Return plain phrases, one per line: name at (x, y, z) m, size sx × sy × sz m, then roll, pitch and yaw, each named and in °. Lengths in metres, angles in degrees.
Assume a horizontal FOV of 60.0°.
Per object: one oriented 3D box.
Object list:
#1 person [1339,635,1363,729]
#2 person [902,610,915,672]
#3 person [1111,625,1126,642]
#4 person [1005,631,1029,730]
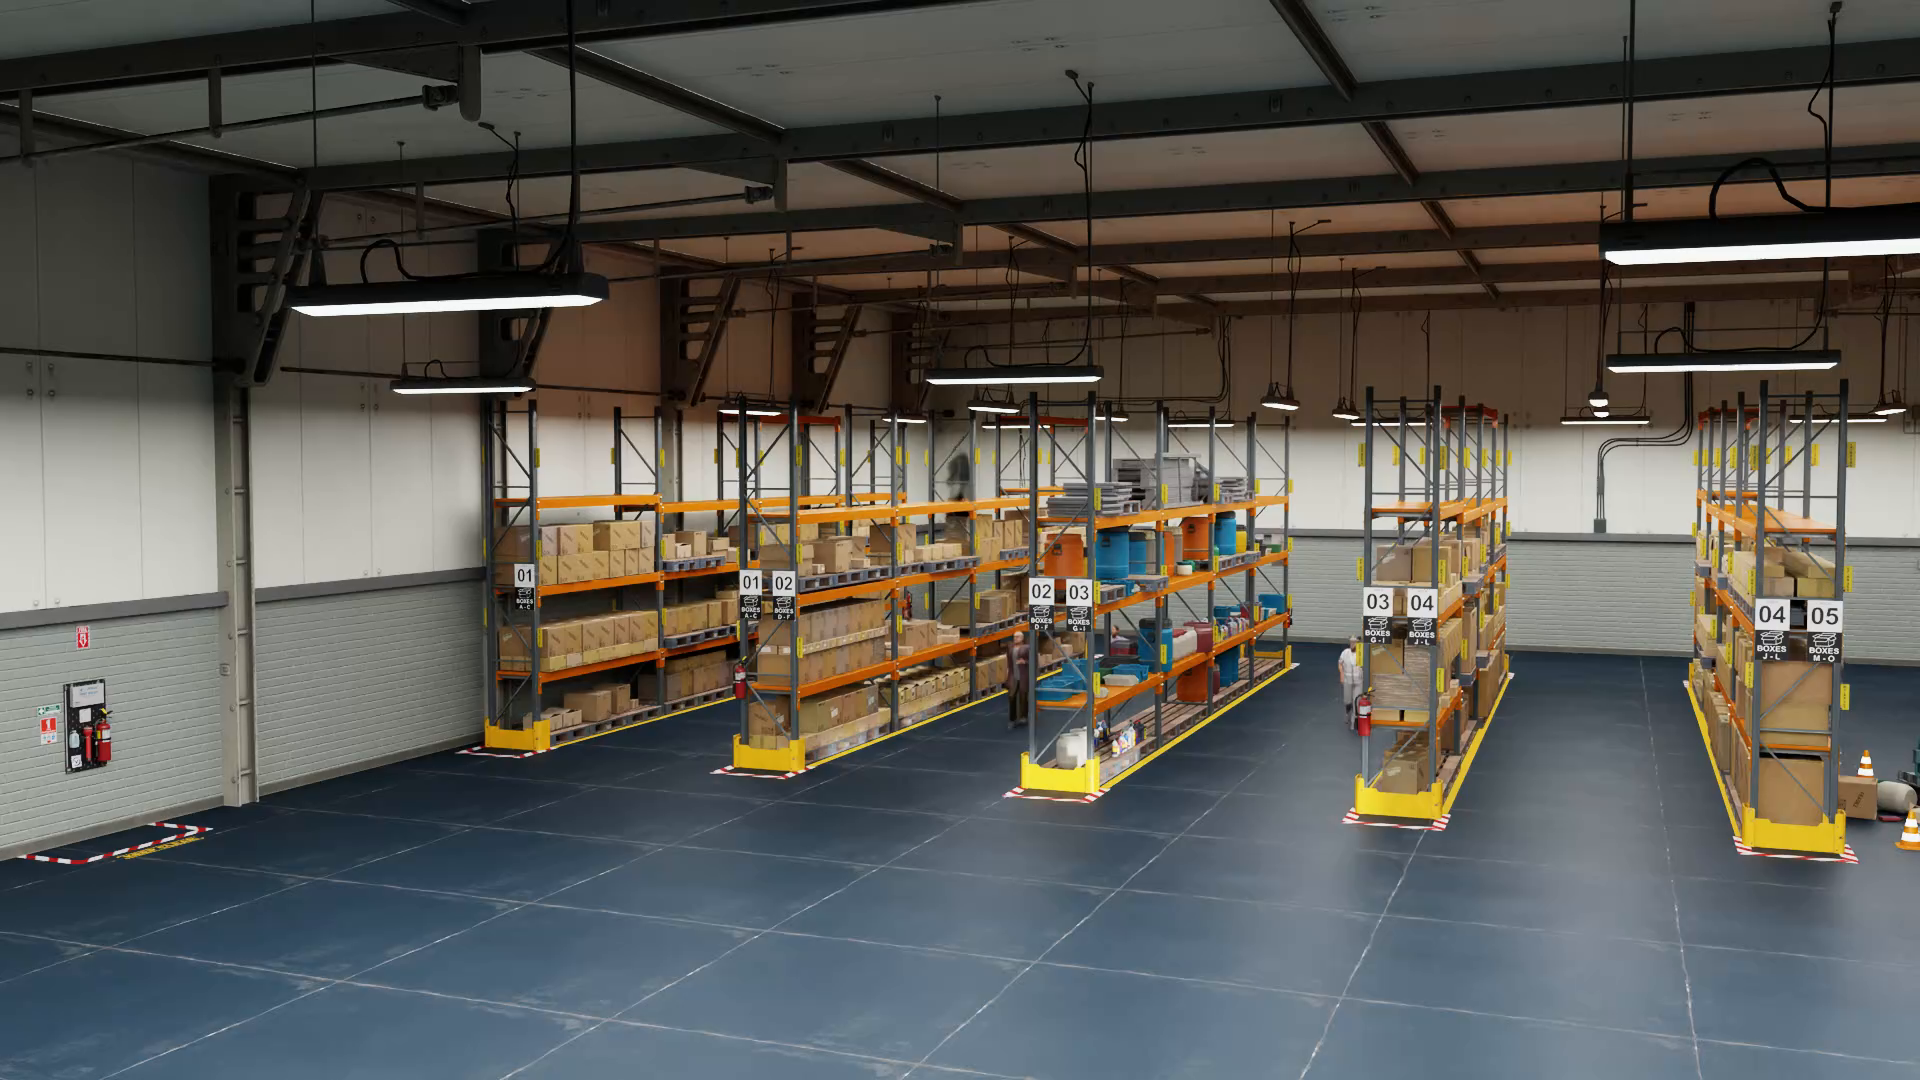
person at (7.300, 2.617, 30.744) m, size 0.649 × 1.755 × 0.629 m, roll 1°, pitch 3°, yaw 22°
person at (-1.152, 2.357, 37.227) m, size 0.536 × 1.609 × 0.875 m, roll 1°, pitch 3°, yaw 18°
person at (3.133, 2.528, 33.744) m, size 0.586 × 1.613 × 0.576 m, roll 1°, pitch 3°, yaw 26°
person at (1.124, 2.609, 30.858) m, size 0.665 × 1.857 × 0.849 m, roll 1°, pitch 3°, yaw 19°
